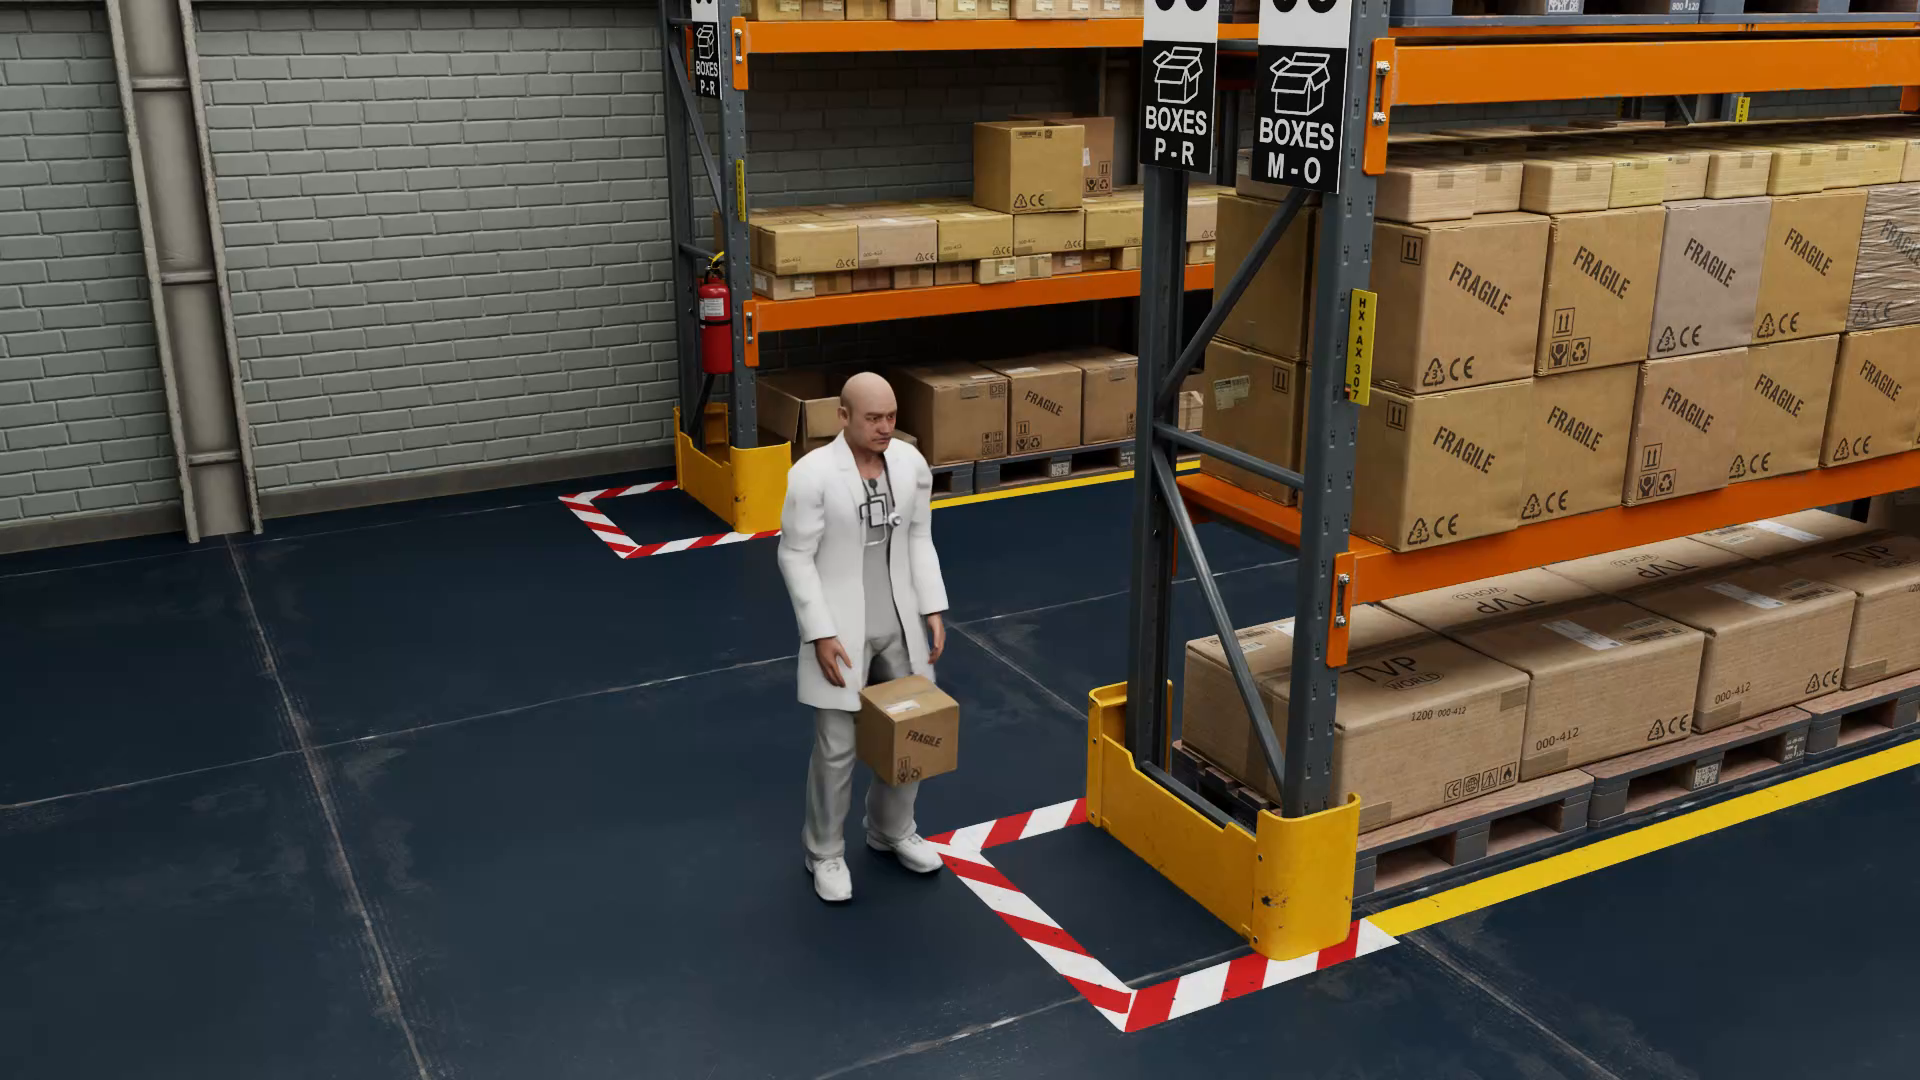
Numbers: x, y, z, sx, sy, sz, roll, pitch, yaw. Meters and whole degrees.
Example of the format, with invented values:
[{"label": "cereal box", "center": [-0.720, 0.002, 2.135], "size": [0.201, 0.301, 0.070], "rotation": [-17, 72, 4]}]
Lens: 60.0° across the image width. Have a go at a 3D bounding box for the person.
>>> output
[{"label": "person", "center": [-0.314, 0.307, 5.640], "size": [0.587, 1.779, 0.424], "rotation": [-12, 21, -32]}]
